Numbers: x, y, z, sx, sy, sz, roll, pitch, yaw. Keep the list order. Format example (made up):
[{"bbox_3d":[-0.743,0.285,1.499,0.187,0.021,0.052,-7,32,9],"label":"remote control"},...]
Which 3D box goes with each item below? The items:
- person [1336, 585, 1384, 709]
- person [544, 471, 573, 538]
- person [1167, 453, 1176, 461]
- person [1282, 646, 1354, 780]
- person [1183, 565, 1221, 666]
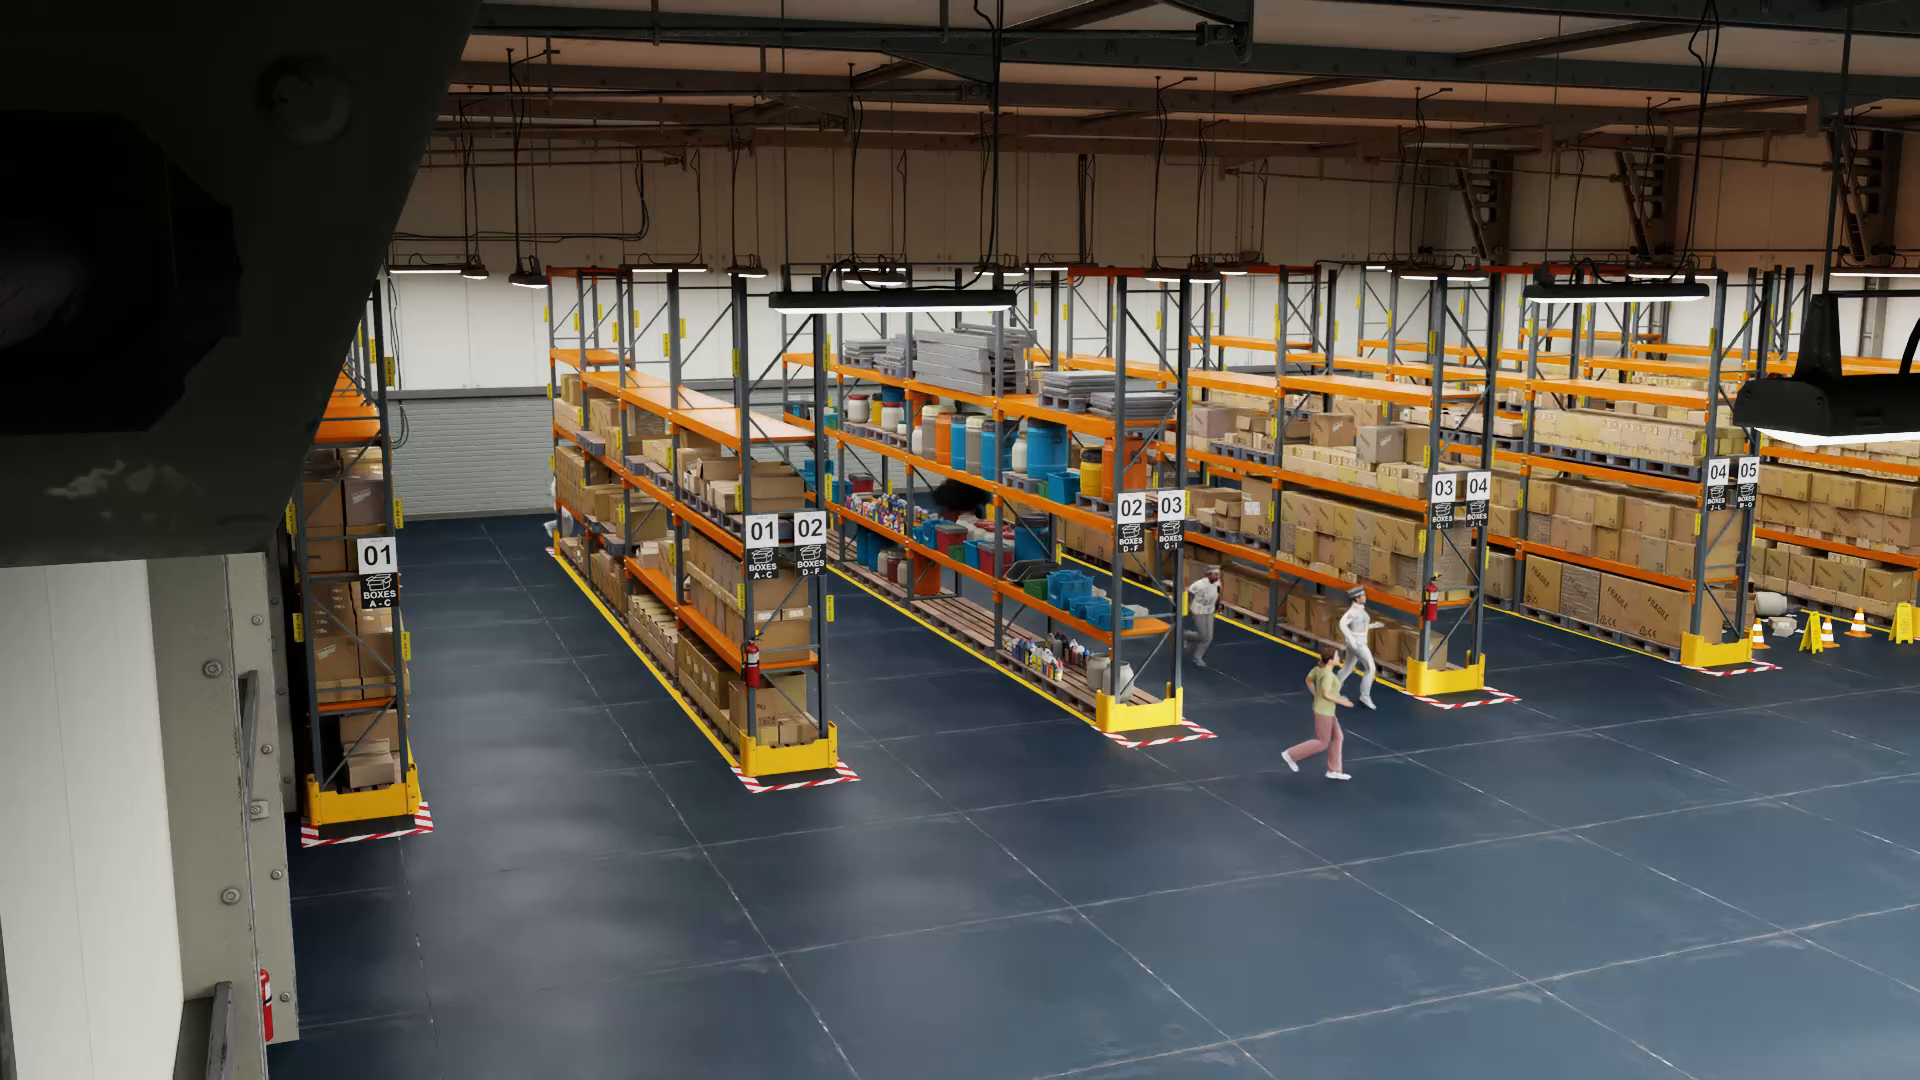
[{"bbox_3d":[5.531,1.489,23.242,0.758,1.750,0.584,2,10,9],"label":"person"},{"bbox_3d":[-8.675,-0.736,35.979,0.677,1.739,0.718,-1,10,-5],"label":"person"},{"bbox_3d":[5.451,-1.815,42.362,0.556,1.637,0.584,7,12,36],"label":"person"},{"bbox_3d":[4.300,2.085,19.986,0.864,1.654,0.568,0,10,1],"label":"person"},{"bbox_3d":[3.732,1.134,25.639,0.564,1.620,0.705,-7,12,-36],"label":"person"}]
